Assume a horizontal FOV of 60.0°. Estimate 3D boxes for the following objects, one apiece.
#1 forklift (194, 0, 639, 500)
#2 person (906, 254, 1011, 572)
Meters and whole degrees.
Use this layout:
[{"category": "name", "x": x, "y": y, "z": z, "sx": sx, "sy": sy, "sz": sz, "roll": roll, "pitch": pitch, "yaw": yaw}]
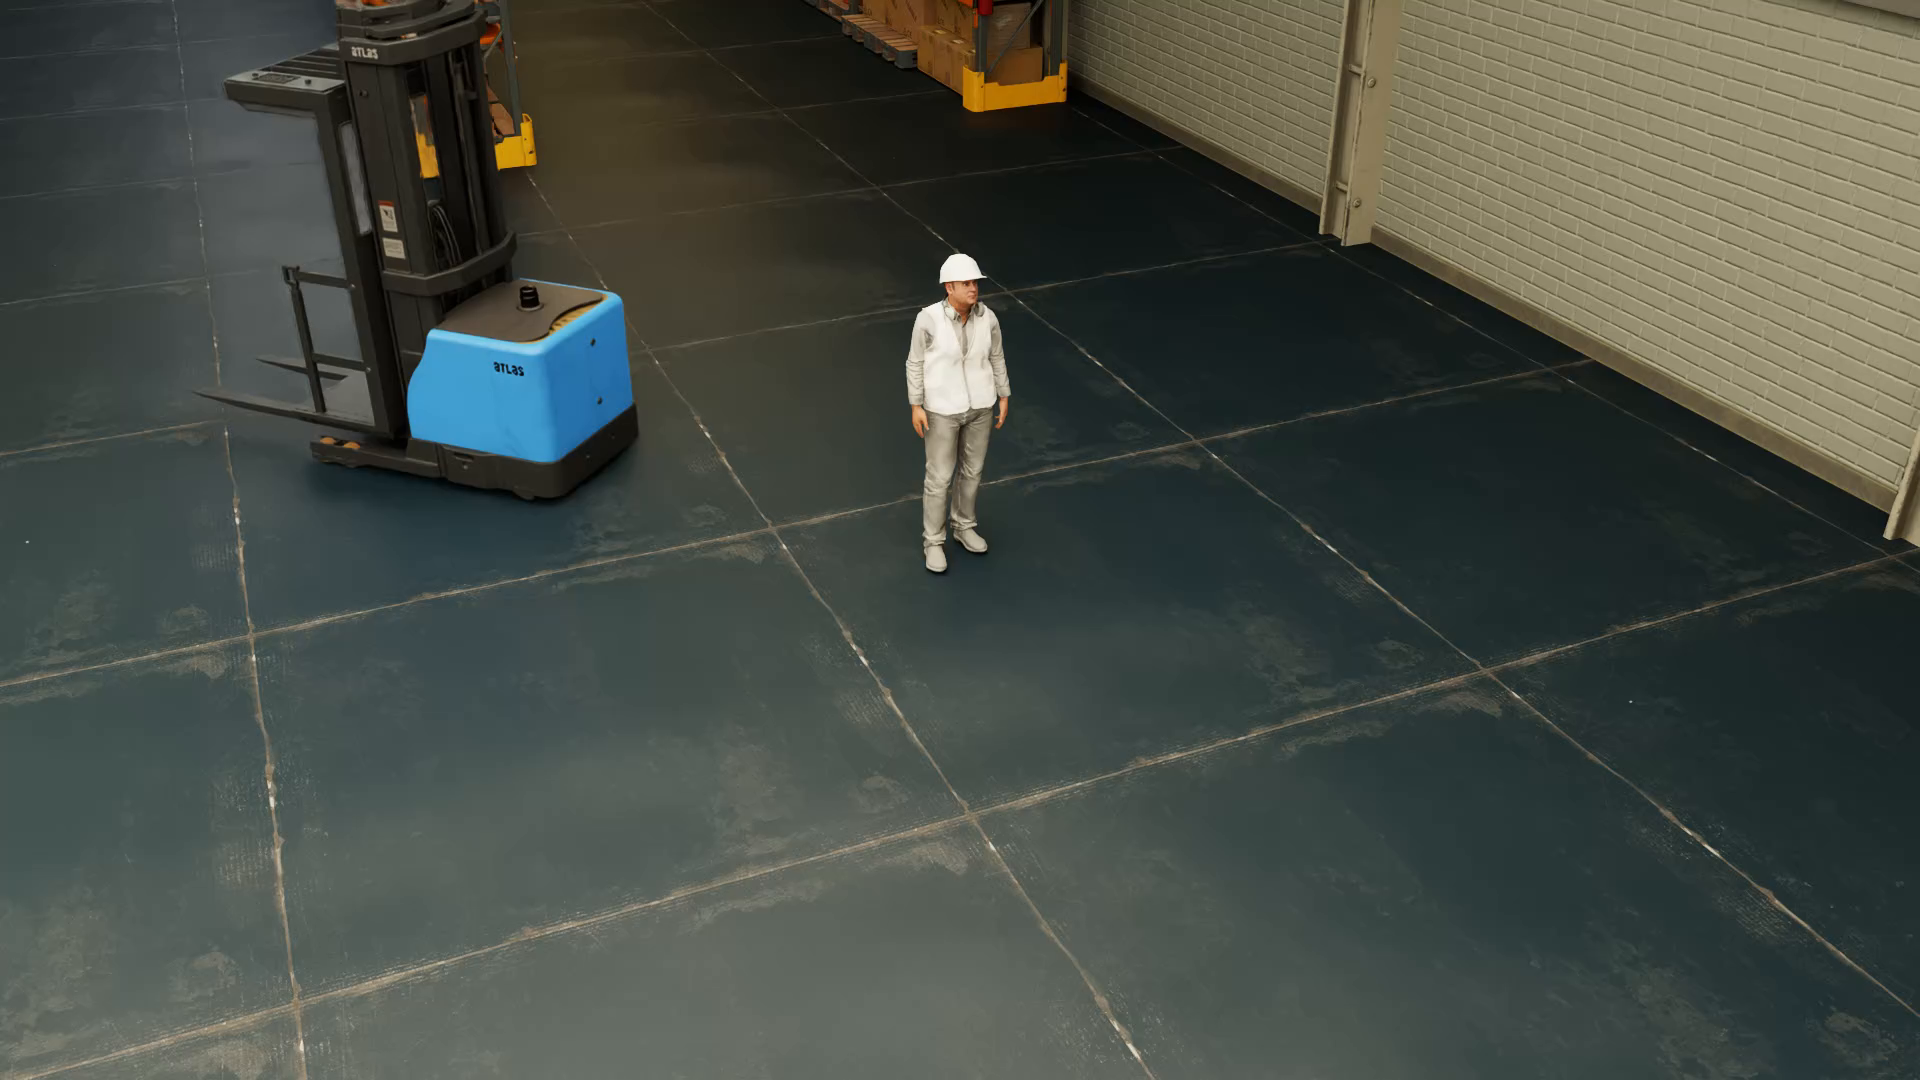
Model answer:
[{"category": "forklift", "x": -3.724, "y": -1.975, "z": 10.573, "sx": 3.031, "sy": 2.935, "sz": 1.130, "roll": 11, "pitch": 32, "yaw": 19}, {"category": "person", "x": 0.018, "y": -0.746, "z": 9.576, "sx": 0.633, "sy": 1.775, "sz": 0.566, "roll": -12, "pitch": 32, "yaw": -20}]
